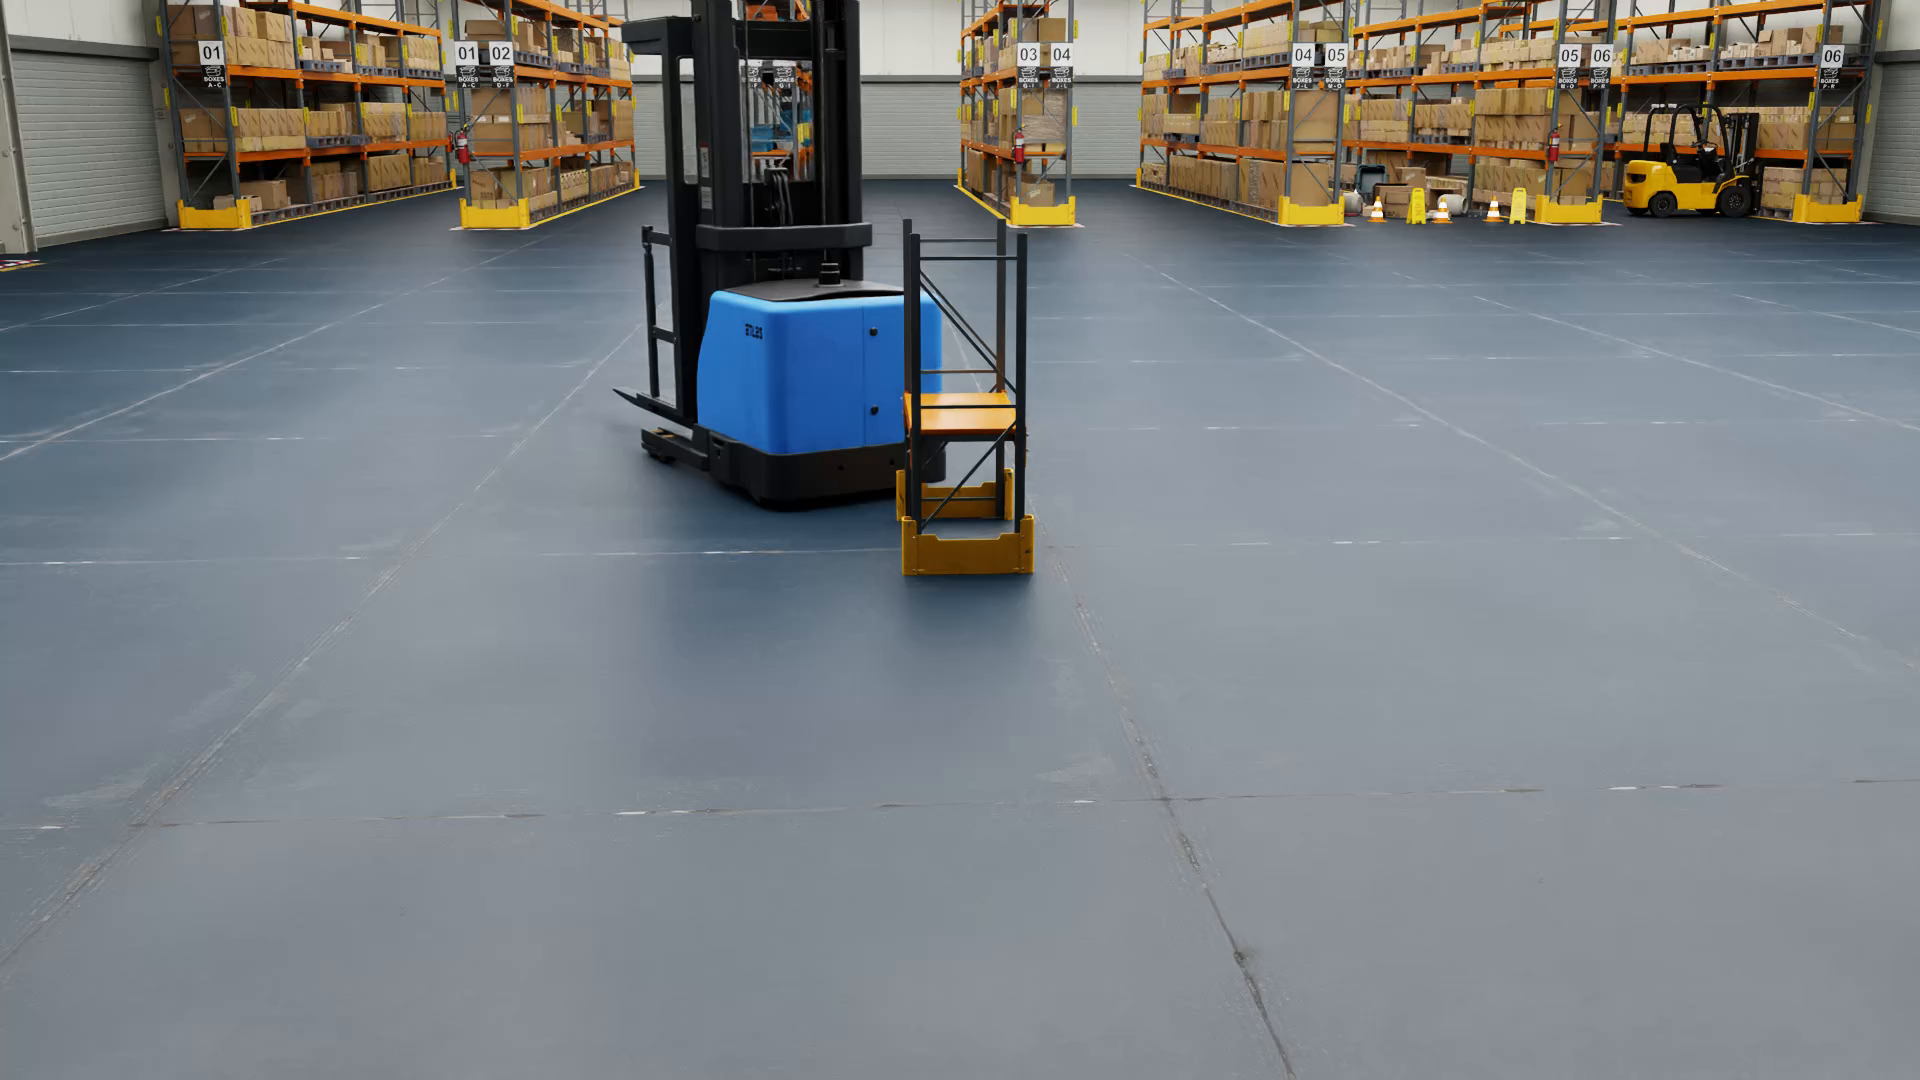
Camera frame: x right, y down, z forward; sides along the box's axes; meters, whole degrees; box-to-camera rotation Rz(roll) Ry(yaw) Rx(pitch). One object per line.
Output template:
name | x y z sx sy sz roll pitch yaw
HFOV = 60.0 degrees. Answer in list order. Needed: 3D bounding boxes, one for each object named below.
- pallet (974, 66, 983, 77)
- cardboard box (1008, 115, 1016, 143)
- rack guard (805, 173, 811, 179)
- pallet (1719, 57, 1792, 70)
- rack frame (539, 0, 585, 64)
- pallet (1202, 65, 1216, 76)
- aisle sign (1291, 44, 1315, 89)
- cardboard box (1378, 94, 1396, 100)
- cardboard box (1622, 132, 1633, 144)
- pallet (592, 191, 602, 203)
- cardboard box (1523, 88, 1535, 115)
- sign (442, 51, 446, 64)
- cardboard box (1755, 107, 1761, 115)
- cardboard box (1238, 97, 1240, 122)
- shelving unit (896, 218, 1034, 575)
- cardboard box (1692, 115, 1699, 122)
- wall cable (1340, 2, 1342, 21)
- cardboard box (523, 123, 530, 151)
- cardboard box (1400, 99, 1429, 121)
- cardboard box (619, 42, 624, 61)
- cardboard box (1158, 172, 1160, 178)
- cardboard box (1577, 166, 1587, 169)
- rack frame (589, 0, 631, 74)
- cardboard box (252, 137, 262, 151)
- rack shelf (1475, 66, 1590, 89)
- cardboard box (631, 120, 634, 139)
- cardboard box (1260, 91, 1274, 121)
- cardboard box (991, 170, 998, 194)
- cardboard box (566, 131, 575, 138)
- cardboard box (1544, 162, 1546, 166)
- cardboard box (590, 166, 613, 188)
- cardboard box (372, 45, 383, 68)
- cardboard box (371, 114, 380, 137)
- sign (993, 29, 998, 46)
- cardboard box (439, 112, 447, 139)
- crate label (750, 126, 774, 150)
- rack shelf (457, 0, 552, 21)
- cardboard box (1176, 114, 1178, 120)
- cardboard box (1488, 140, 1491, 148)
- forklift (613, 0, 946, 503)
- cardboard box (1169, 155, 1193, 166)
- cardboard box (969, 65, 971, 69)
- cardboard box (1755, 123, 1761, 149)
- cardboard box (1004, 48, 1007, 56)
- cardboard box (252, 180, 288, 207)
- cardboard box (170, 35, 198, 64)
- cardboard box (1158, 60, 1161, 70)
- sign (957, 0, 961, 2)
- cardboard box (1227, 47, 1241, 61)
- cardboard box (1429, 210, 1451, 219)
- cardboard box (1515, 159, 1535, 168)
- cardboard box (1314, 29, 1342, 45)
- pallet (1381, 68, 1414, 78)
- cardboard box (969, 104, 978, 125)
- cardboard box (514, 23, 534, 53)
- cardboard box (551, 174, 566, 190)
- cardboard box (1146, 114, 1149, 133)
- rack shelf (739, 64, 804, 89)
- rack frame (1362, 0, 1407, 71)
pallet | 0.936 -10.763 38.199 1.213 0.211 1.003 0 14 -1
cardboard box | 1.367 -7.705 31.157 0.875 0.500 0.500 -1 14 -3
rack guard | -4.424 -9.951 45.699 1.175 0.500 0.348 -1 14 -3
pallet | 16.201 -9.677 33.774 1.003 0.211 1.213 -1 14 -3
rack frame | -8.858 -11.996 36.592 1.000 3.000 0.127 -1 14 -3
pallet | 6.079 -10.496 37.160 1.213 0.211 1.003 0 14 -1
aisle sign | 6.187 -8.541 29.987 0.394 0.787 0.004 -1 14 -3
cardboard box | 10.912 -11.320 42.494 0.380 0.149 0.250 -1 14 -4
cardboard box | 15.658 -9.287 38.401 0.500 0.250 0.500 -1 14 -3
pallet | -8.867 -7.927 38.411 1.003 0.211 1.213 -1 14 -3
cardboard box | 11.142 -8.333 31.588 0.700 0.500 0.500 -1 14 -3
sign | -13.755 -12.851 44.316 0.100 0.325 0.005 -1 14 -3
cardboard box | 16.038 -8.521 33.023 0.380 0.149 0.250 -1 14 -3
cardboard box | 6.197 -8.956 34.606 0.700 0.500 0.500 -1 14 -4
shelving unit | 0.005 -0.707 7.766 0.587 1.500 1.083 -1 14 -3
cardboard box | 15.845 -8.987 35.432 0.380 0.149 0.250 -1 14 -4
wall cable | 10.542 -15.712 51.034 2.355 3.000 0.029 -1 14 -3
cardboard box | -8.441 -7.520 31.034 0.700 0.500 0.500 -1 14 -3
cardboard box | 10.627 -10.053 38.872 0.500 0.500 0.500 -1 14 -5
cardboard box | -9.306 -12.938 44.066 0.700 0.500 0.500 -1 14 -3
cardboard box | 5.338 -9.463 43.066 0.380 0.149 0.250 -1 14 -5
cardboard box | 15.527 -8.952 40.972 0.500 0.500 0.500 -1 14 -5
rack frame | -9.354 -13.986 44.324 1.000 3.000 0.127 -1 14 -3
cardboard box | -13.066 -7.216 30.314 0.500 0.250 0.500 -1 14 -5
rack shelf | 11.292 -9.008 32.441 1.077 0.370 4.000 -1 14 -3
cardboard box | -9.055 -11.022 44.643 0.500 0.500 0.500 0 14 -2
cardboard box | 6.309 -8.400 32.185 0.875 0.550 0.500 -1 14 -3
cardboard box | 1.091 -8.079 37.540 0.700 0.500 0.500 -2 15 -6
cardboard box | -8.879 -8.957 36.996 0.500 0.311 0.500 0 14 0
cardboard box | 15.400 -9.831 44.389 0.700 0.500 0.500 -1 14 -6
cardboard box | -8.767 -8.847 40.524 0.500 0.500 0.500 -1 14 -3
cardboard box | -14.006 -11.364 39.072 0.700 0.500 0.500 -1 14 -4
cardboard box | -13.600 -9.471 37.978 0.500 0.500 0.500 0 14 -2
sign | 0.723 -10.132 33.540 0.100 0.325 0.005 -1 14 -3
cardboard box | -14.256 -11.022 44.241 0.980 0.700 0.700 0 14 -1
crate label | -3.803 -7.648 31.658 0.502 0.435 0.616 -1 14 -3
rack shelf | -8.487 -9.962 30.932 1.077 0.370 4.000 -1 14 -3
cardboard box | 5.405 -10.165 39.983 0.380 0.149 0.250 0 14 -2
cardboard box | 10.982 -8.068 33.870 0.380 0.149 0.250 -1 14 -4
forklift | -1.255 -1.931 9.649 1.130 2.935 3.031 -8 17 -29
cardboard box | 5.520 -9.457 41.432 0.500 0.250 0.500 -2 15 -6
cardboard box | 0.614 -12.587 43.664 0.700 0.500 0.500 -2 15 -7
cardboard box | 15.980 -8.032 33.023 0.500 0.500 0.500 -1 14 -3
cardboard box | 1.057 -9.475 32.312 0.380 0.149 0.250 -1 14 -4
cardboard box | -13.450 -6.764 32.428 0.500 0.500 0.500 -2 15 -8
cardboard box | -13.585 -8.635 29.305 0.500 0.500 0.500 0 14 1
cardboard box | 5.398 -12.281 43.017 0.500 0.250 0.500 0 14 -1
sign | -0.021 -14.660 44.752 0.100 0.325 0.005 -1 14 -3
cardboard box | 5.938 -10.235 35.024 0.500 0.250 0.500 -1 14 -4
cardboard box | 9.318 -6.320 32.292 0.380 0.149 0.250 7 16 26
cardboard box | 11.004 -7.303 32.261 0.380 0.149 0.250 -1 14 -3
cardboard box | 6.708 -9.205 30.422 0.500 0.250 0.500 -1 14 -4
pallet | 10.755 -11.194 39.874 1.003 0.211 1.213 0 14 -1
cardboard box | 0.486 -10.782 42.113 0.500 0.500 0.500 0 14 -2
cardboard box | -8.193 -9.291 30.772 0.500 0.500 0.500 -1 14 -3
cardboard box | -8.388 -7.346 34.108 0.500 0.311 0.500 -1 14 -3
cardboard box | 5.301 -11.228 44.847 0.500 0.500 0.500 -1 14 -3
rack shelf | -3.543 -8.779 31.549 1.077 0.370 4.000 -1 14 -3
rack frame | 10.672 -13.296 41.643 1.000 3.000 0.127 -1 14 -3
